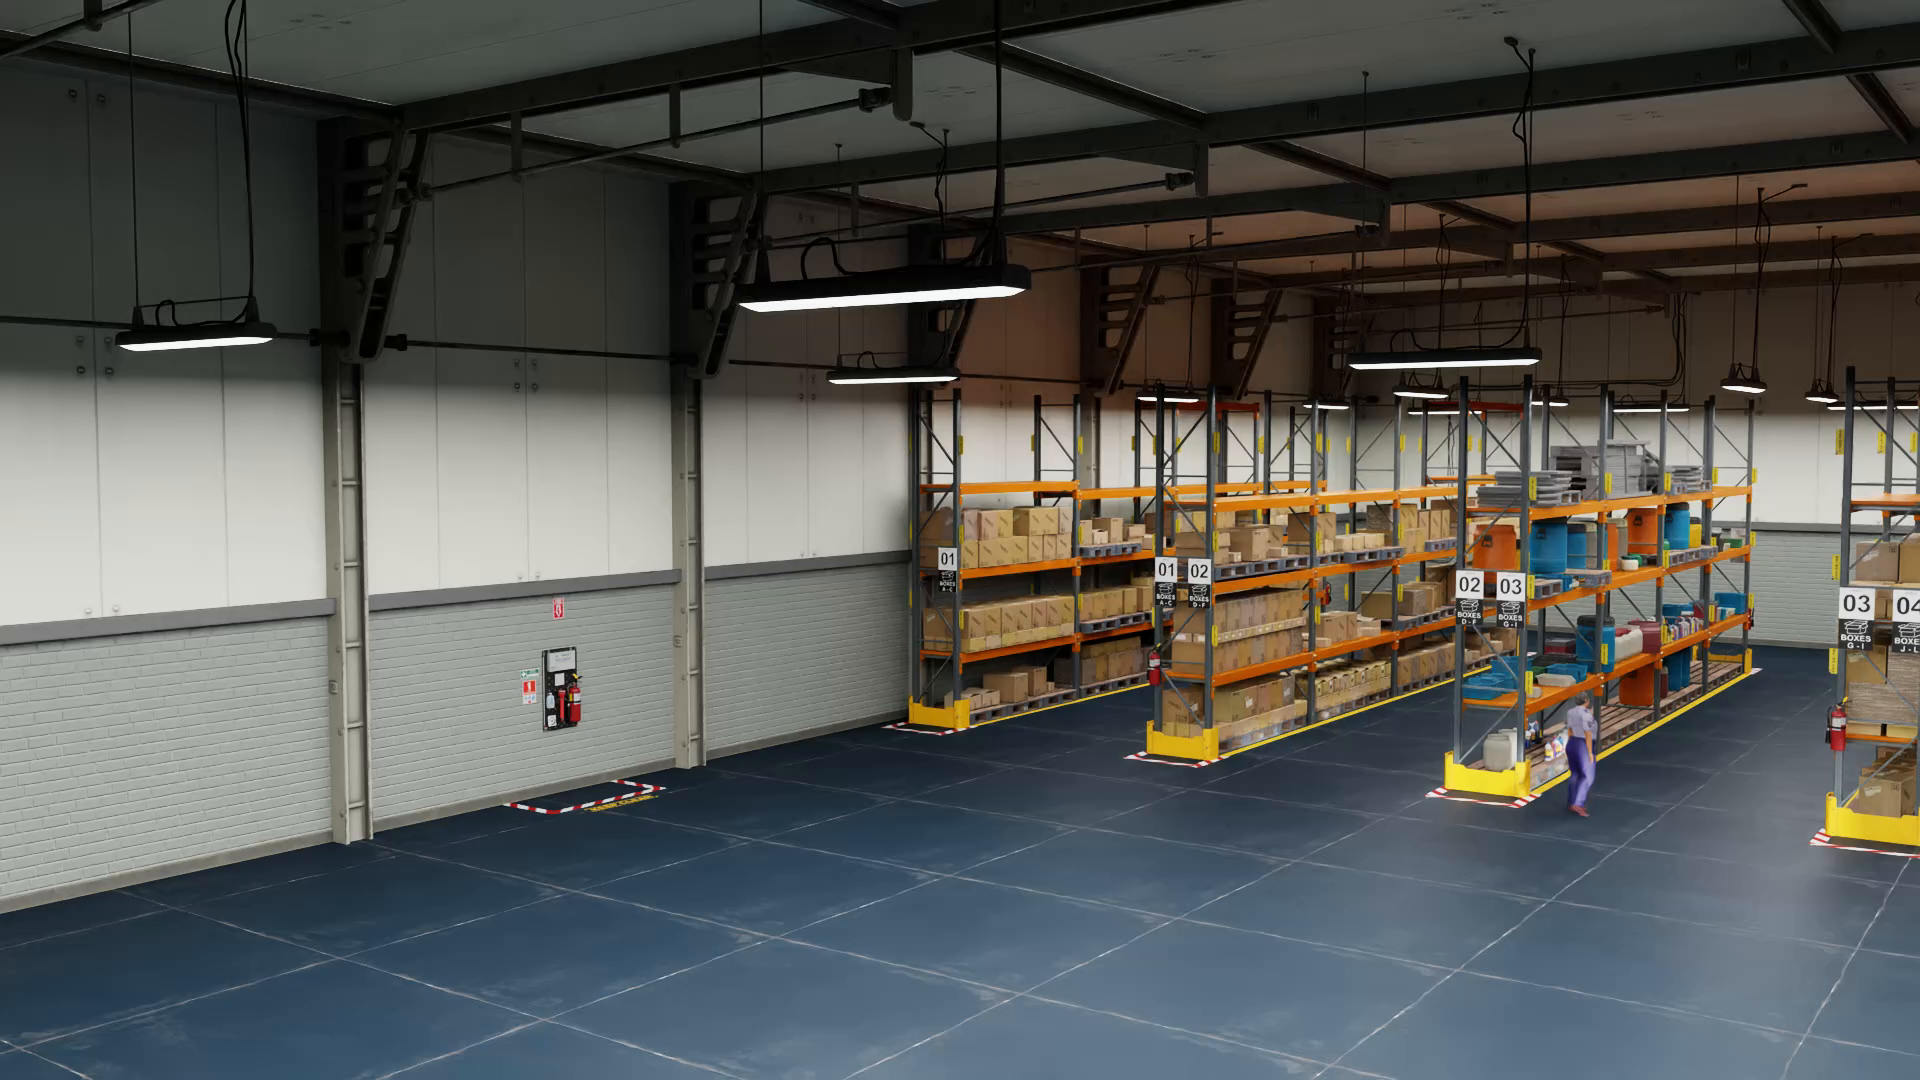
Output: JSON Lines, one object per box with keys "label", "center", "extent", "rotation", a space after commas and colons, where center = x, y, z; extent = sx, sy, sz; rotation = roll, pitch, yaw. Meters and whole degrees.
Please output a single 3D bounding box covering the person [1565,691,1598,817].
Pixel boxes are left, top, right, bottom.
{"label": "person", "center": [8.464, 2.908, 22.691], "extent": [0.466, 1.682, 0.604], "rotation": [-1, 3, -16]}
